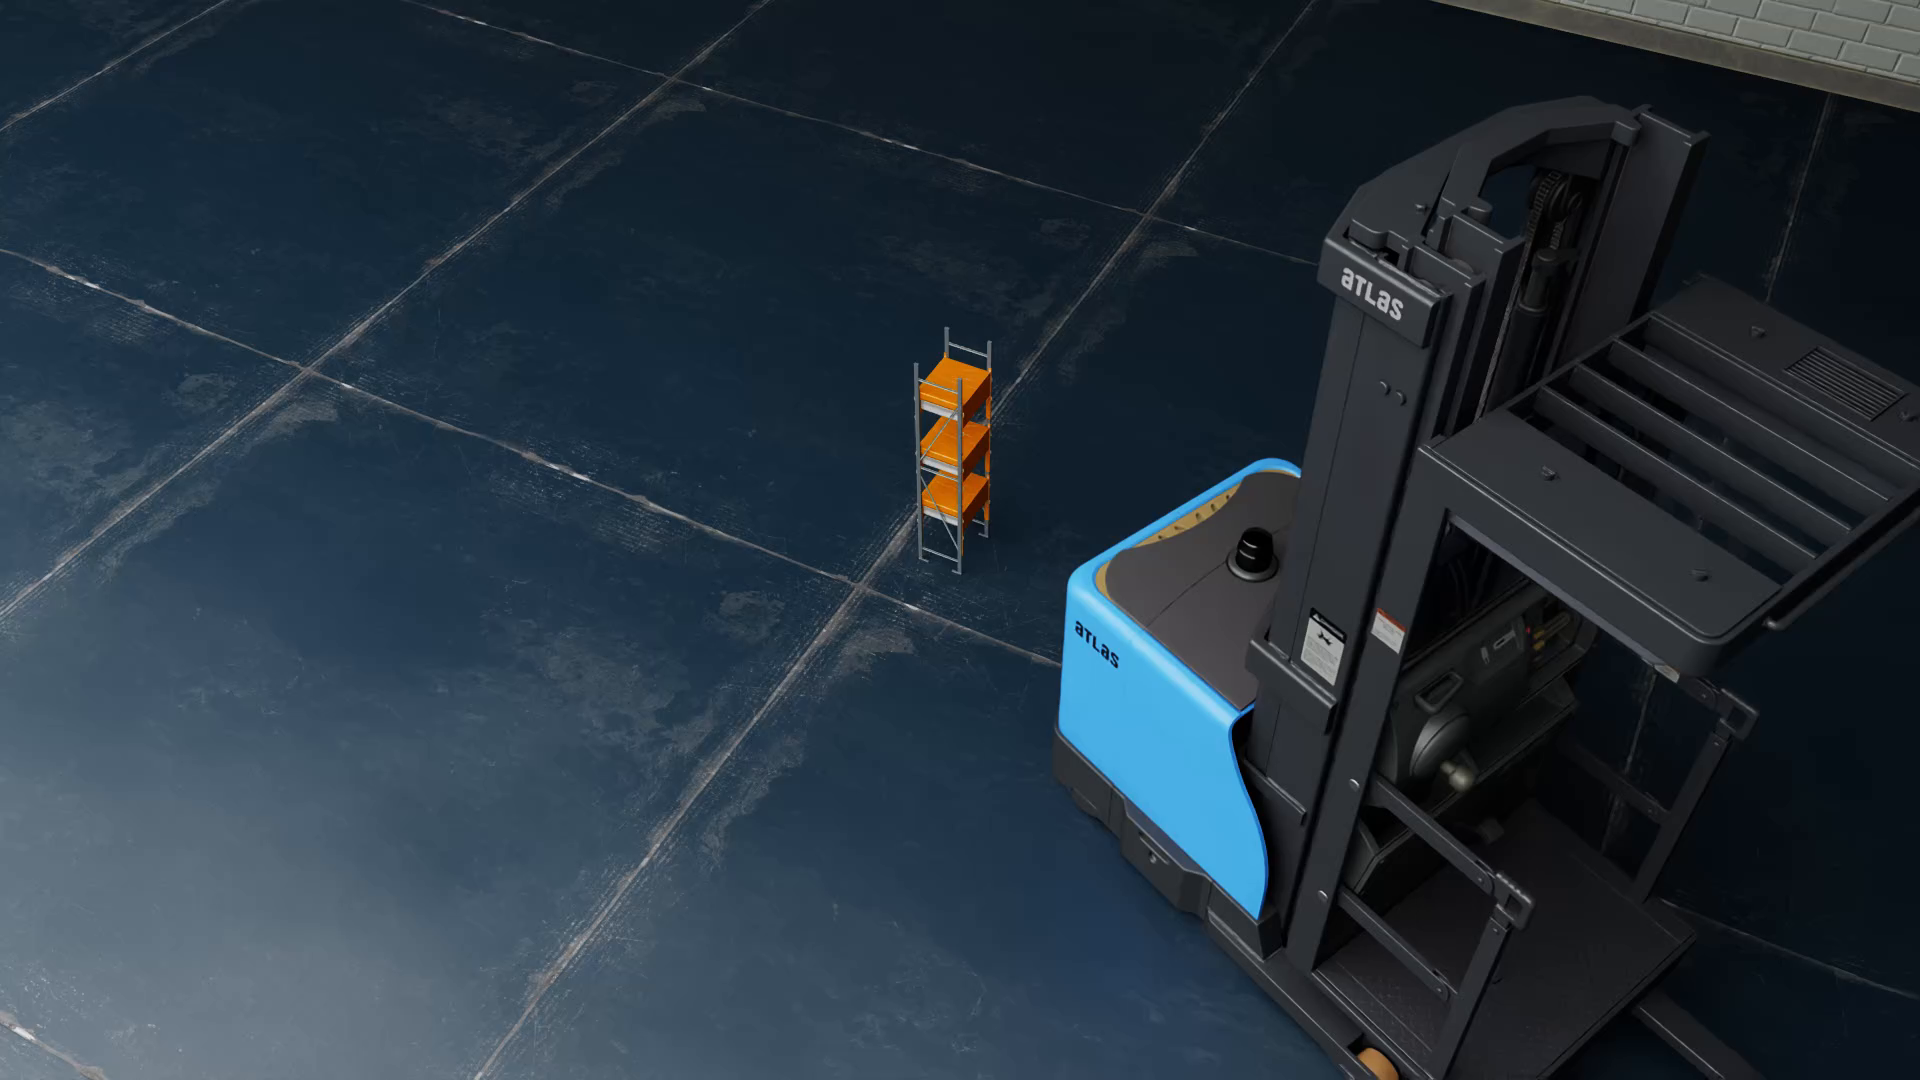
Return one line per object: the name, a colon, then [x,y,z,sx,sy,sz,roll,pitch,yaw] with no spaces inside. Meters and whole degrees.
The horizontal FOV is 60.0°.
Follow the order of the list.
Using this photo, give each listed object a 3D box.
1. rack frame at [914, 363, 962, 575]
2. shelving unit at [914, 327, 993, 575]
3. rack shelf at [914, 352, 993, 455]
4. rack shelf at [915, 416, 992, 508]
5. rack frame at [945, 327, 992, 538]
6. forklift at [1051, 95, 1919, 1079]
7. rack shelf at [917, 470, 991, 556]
rack frame: [-0.081,-0.258,6.547,0.200,1.050,0.008,20,49,19]
shelving unit: [-0.025,-0.335,6.623,0.215,1.050,0.252,20,49,19]
rack shelf: [-0.025,-0.527,6.429,0.215,0.259,0.240,20,49,19]
rack shelf: [-0.025,-0.328,6.631,0.215,0.259,0.240,20,49,19]
rack frame: [0.032,-0.412,6.699,0.200,1.050,0.008,20,49,19]
forklift: [1.643,0.446,4.529,1.130,2.935,3.031,-29,52,-26]
rack shelf: [-0.025,-0.133,6.828,0.215,0.259,0.240,20,49,19]
